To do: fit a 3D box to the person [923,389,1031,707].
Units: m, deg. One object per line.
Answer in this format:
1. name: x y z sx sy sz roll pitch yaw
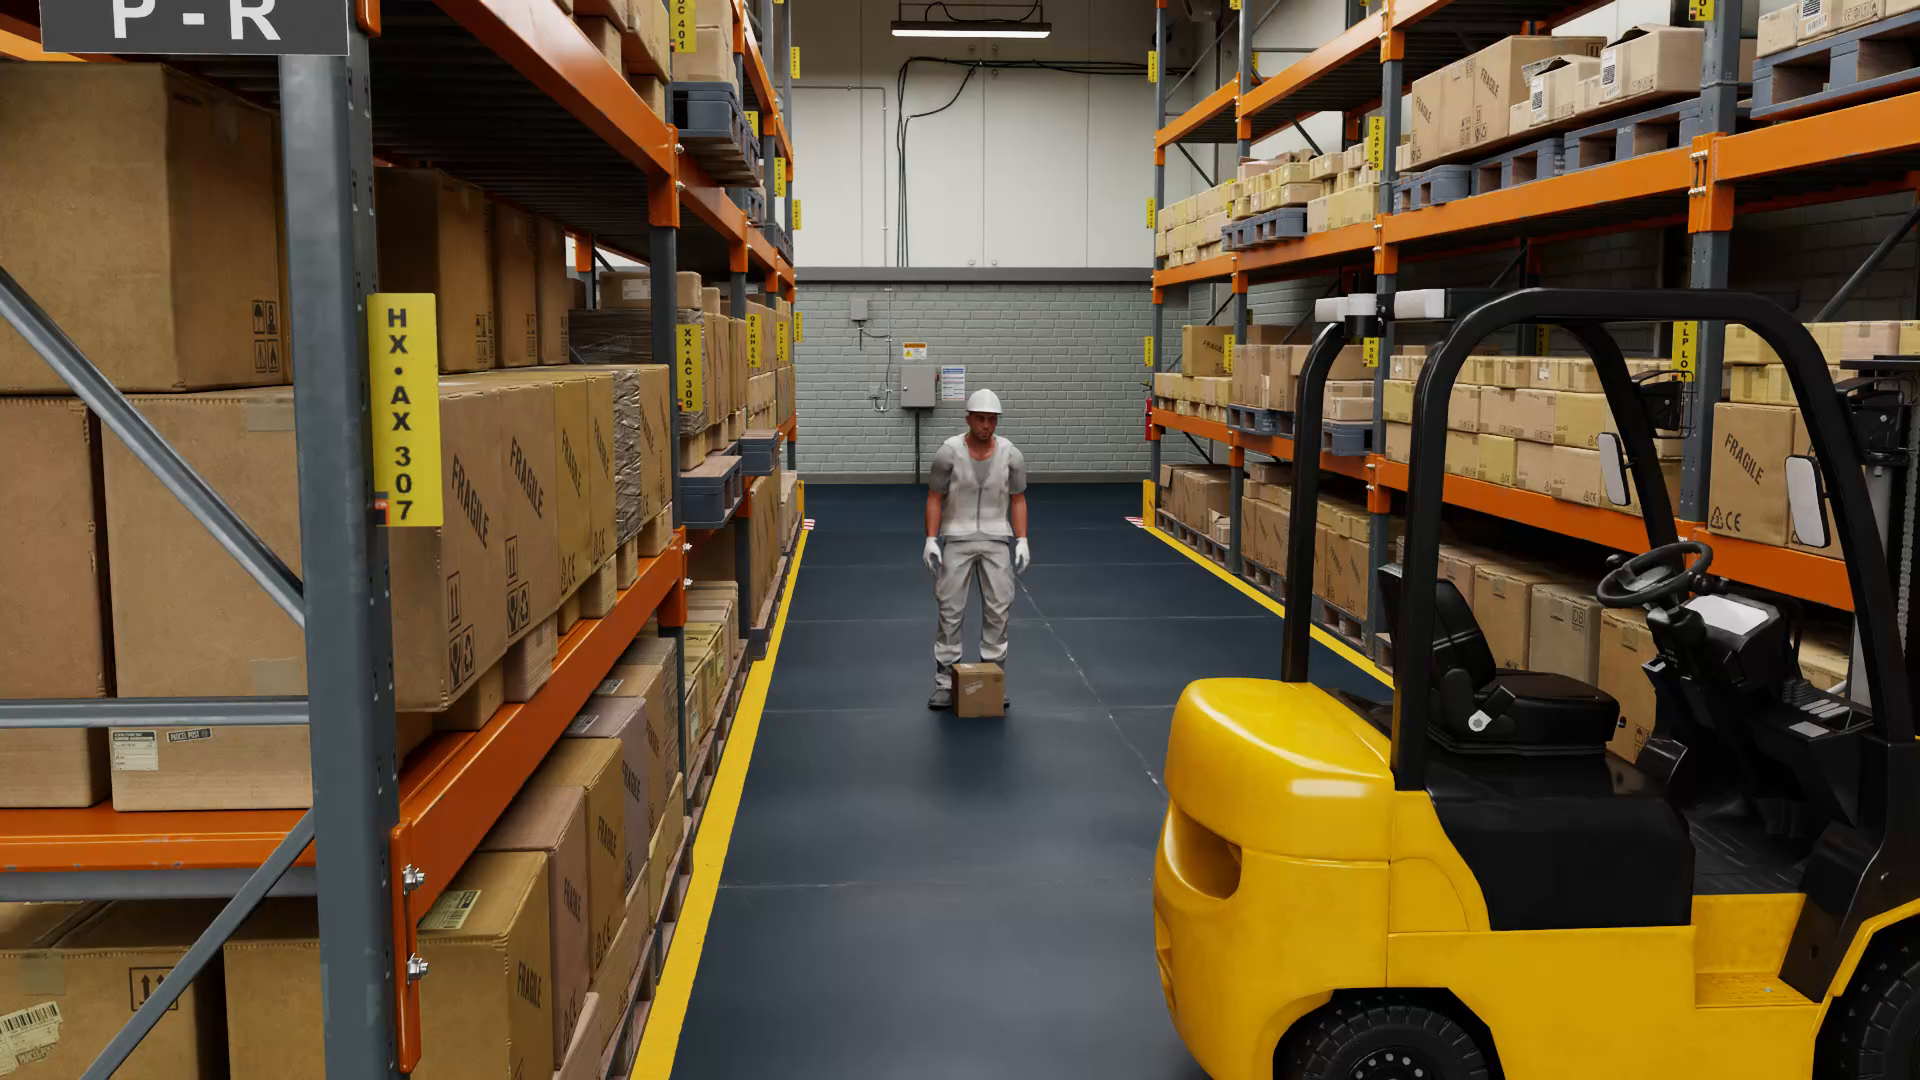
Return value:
1. person: 0.095 0.043 9.315 0.611 1.778 0.451 -1 7 -7
